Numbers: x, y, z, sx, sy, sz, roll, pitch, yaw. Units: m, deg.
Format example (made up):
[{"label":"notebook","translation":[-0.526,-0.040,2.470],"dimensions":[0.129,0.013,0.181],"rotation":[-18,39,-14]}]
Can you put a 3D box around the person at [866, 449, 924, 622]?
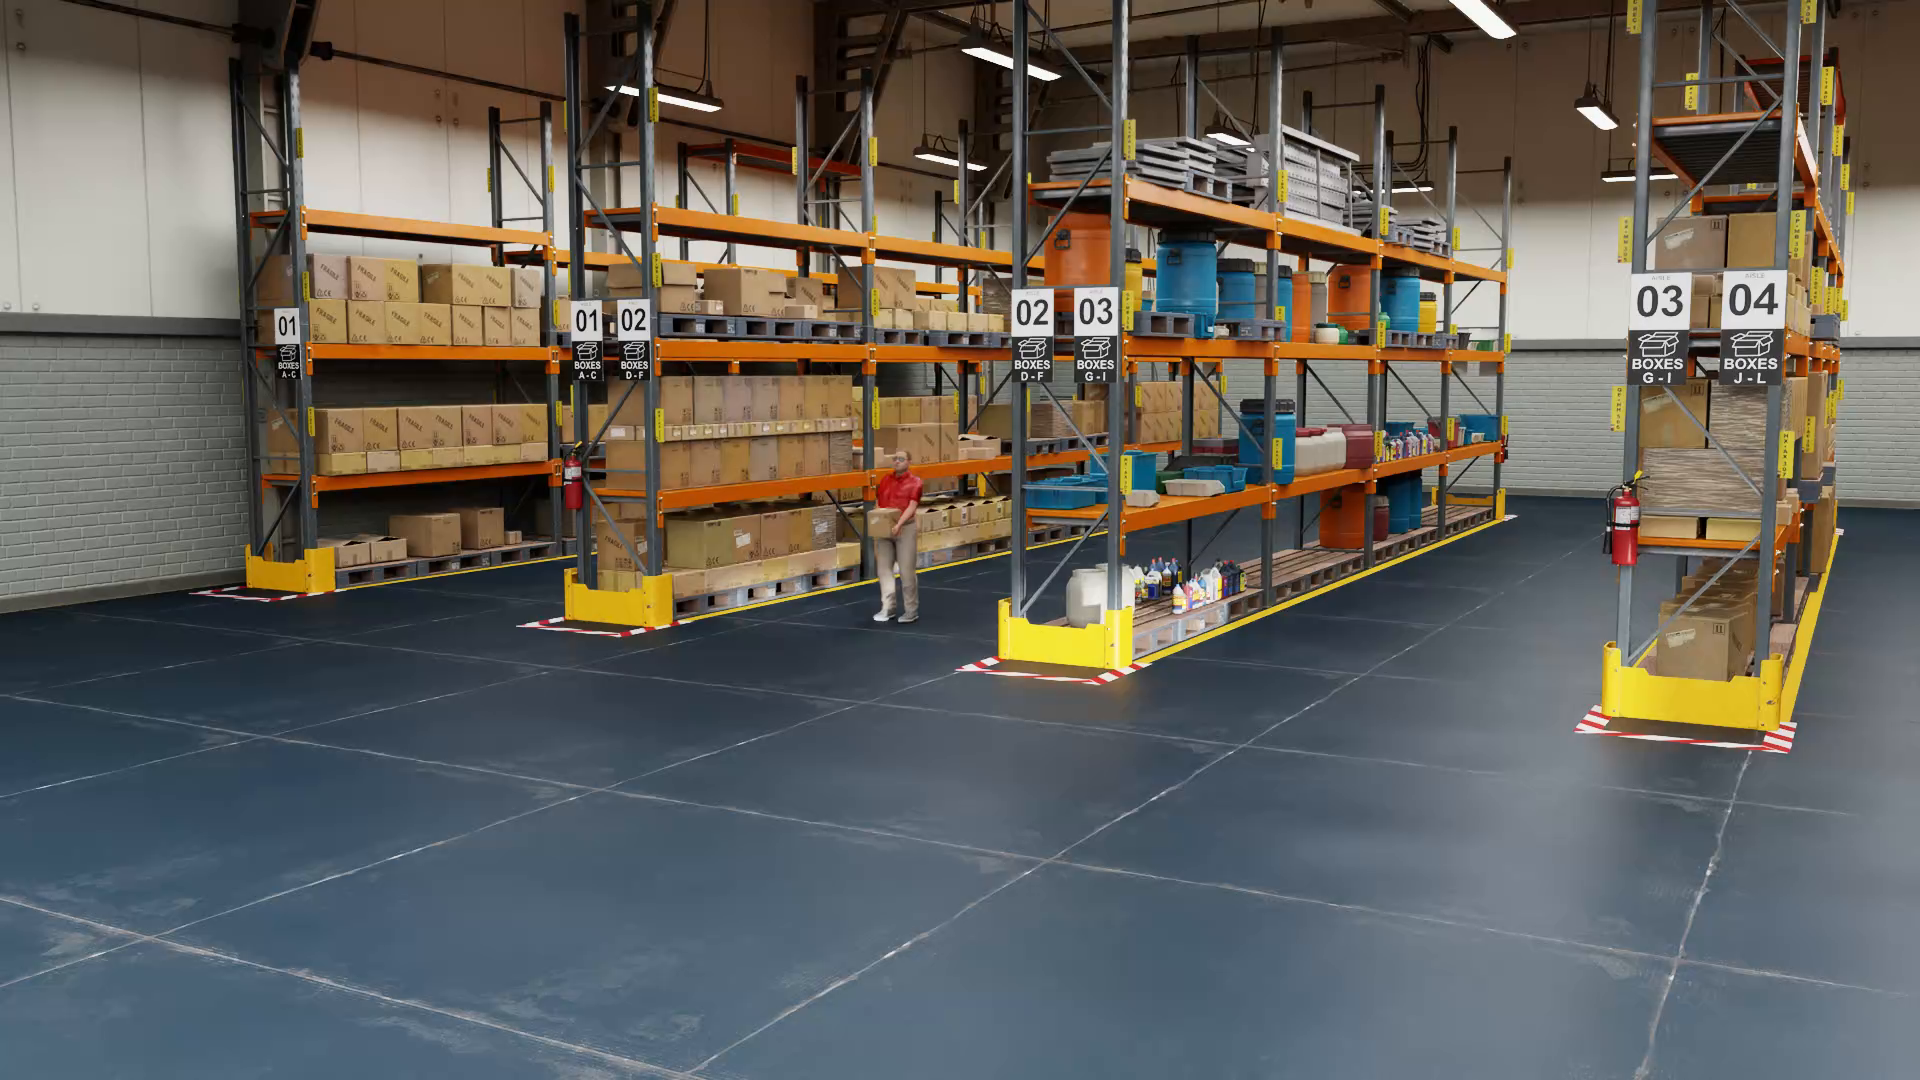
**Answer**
[{"label":"person","translation":[-0.658,-0.041,16.632],"dimensions":[0.499,1.720,0.529],"rotation":[4,7,31]}]
